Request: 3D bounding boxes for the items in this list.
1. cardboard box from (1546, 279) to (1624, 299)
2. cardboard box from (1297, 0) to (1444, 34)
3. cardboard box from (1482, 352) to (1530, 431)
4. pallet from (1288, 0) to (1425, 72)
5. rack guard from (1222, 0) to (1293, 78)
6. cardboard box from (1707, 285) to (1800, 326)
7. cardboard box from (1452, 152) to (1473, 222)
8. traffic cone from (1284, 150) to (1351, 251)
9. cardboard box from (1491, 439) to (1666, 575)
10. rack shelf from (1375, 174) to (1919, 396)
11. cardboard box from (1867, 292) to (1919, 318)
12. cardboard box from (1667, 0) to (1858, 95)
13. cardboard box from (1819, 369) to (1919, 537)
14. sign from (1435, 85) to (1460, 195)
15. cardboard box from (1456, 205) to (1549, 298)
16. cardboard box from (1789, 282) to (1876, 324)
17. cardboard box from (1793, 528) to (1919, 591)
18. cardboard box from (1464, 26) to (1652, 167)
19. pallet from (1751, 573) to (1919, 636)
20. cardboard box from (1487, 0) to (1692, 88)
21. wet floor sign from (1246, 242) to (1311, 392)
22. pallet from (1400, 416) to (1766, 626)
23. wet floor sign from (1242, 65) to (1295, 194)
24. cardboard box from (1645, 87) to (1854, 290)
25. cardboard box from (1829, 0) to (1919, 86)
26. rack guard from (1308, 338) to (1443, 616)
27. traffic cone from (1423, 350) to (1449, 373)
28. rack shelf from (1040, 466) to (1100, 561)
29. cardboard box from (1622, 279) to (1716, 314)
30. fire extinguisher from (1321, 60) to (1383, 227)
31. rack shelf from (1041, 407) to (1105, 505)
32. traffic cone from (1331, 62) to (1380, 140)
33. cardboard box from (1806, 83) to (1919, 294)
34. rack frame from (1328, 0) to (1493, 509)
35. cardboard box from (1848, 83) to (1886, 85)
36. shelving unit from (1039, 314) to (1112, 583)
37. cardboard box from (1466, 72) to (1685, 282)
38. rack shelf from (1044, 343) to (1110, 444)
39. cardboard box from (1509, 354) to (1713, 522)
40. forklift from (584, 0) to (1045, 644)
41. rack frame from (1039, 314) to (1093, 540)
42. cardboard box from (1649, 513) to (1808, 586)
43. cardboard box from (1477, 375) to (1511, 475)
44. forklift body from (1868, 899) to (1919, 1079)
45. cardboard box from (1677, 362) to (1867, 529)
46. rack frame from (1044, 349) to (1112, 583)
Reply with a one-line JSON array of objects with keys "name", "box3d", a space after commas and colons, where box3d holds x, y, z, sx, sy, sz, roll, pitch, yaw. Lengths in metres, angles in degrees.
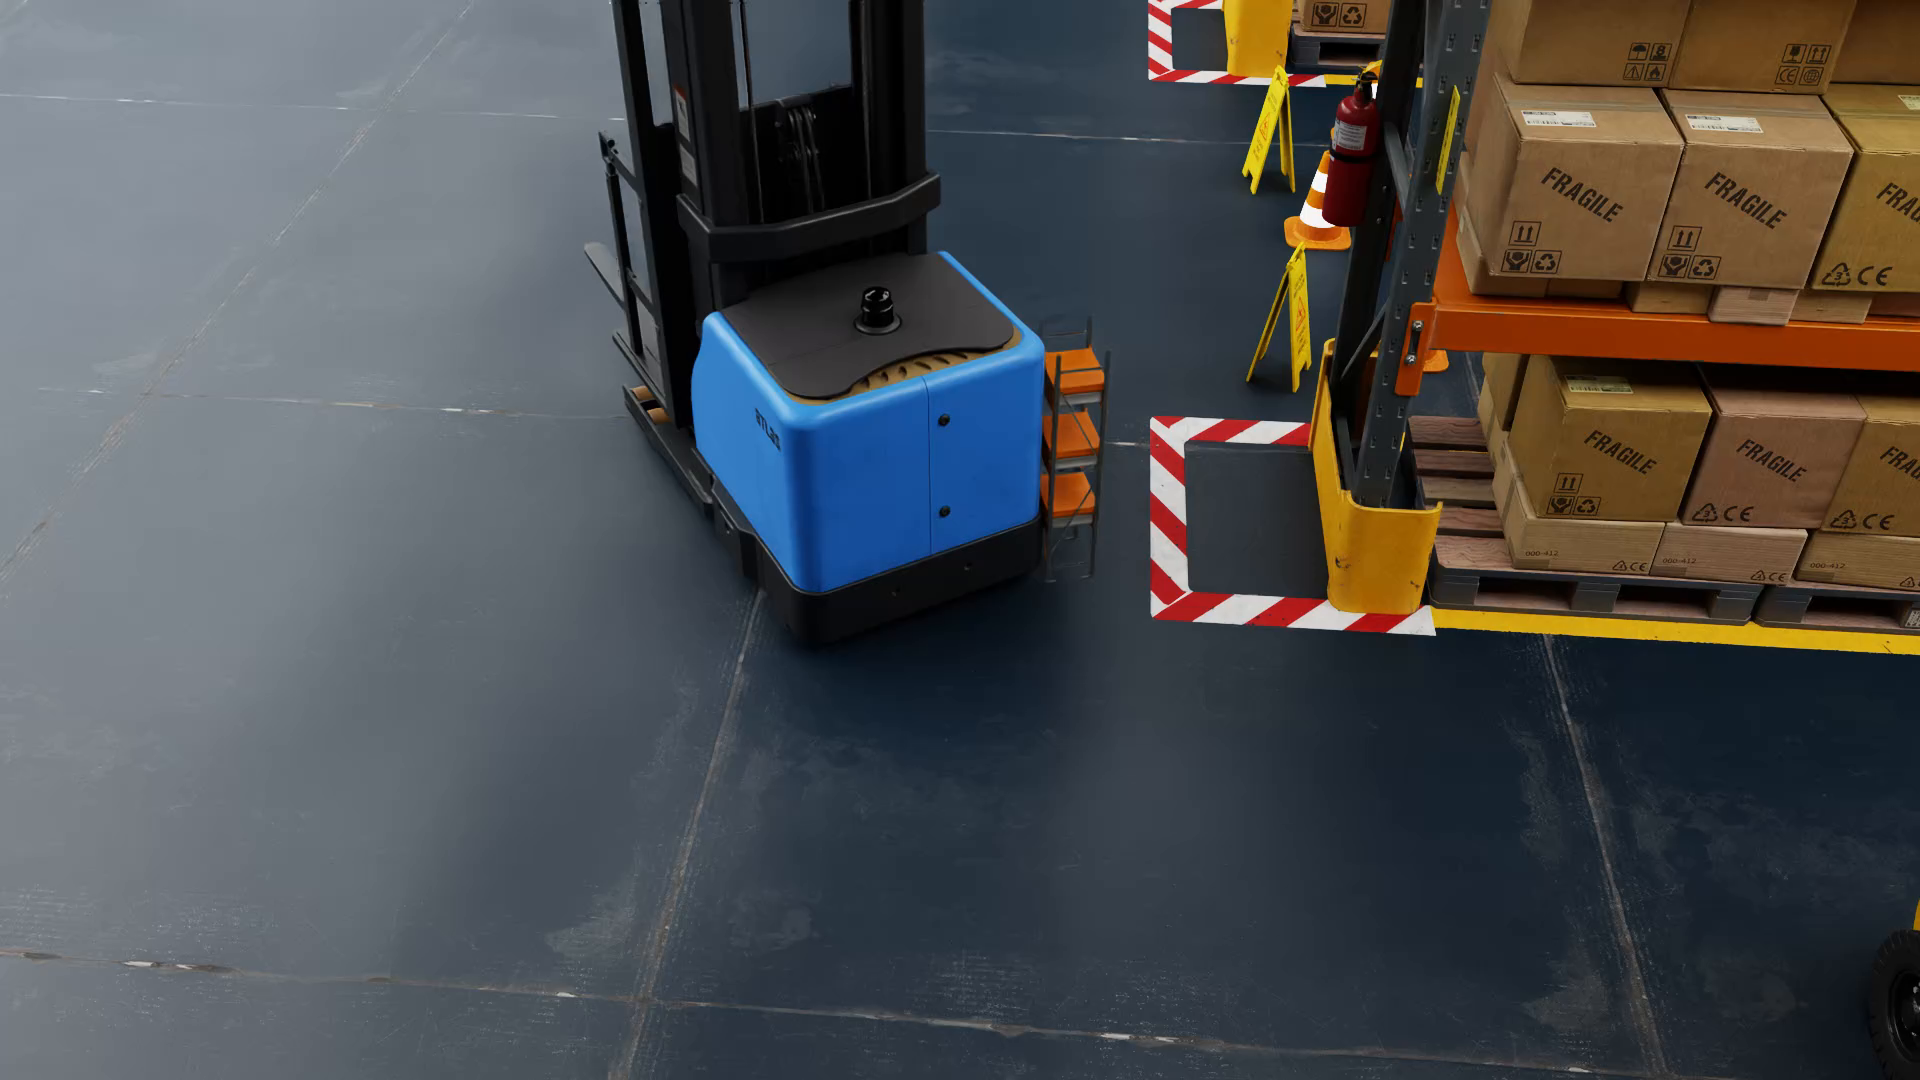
[{"name": "cardboard box", "box3d": [2.141, -1.002, 5.775, 0.250, 0.149, 0.380, 4, 39, 5]}, {"name": "cardboard box", "box3d": [2.575, -3.715, 10.259, 0.875, 0.875, 0.875, 3, 39, 4]}, {"name": "cardboard box", "box3d": [2.388, -0.760, 6.530, 0.500, 0.500, 0.500, 3, 39, 4]}, {"name": "pallet", "box3d": [2.697, -3.295, 10.602, 1.213, 0.211, 1.003, 3, 39, 4]}, {"name": "rack guard", "box3d": [1.870, -3.403, 10.506, 0.348, 0.500, 1.175, 3, 39, 4]}, {"name": "cardboard box", "box3d": [2.647, -0.893, 5.642, 0.250, 0.149, 0.380, 4, 39, 5]}, {"name": "cardboard box", "box3d": [1.959, -1.269, 6.103, 0.250, 0.149, 0.380, 4, 39, 5]}, {"name": "traffic cone", "box3d": [1.864, -1.773, 8.533, 0.334, 0.463, 0.336, 3, 39, 4]}, {"name": "cardboard box", "box3d": [2.347, -0.131, 6.352, 0.500, 0.250, 0.500, 3, 39, 3]}, {"name": "rack shelf", "box3d": [3.560, -0.864, 5.977, 4.000, 0.370, 1.077, 3, 39, 4]}, {"name": "cardboard box", "box3d": [3.176, -0.924, 5.679, 0.250, 0.149, 0.380, 4, 39, 5]}, {"name": "cardboard box", "box3d": [2.599, -1.872, 5.537, 0.500, 0.500, 0.700, 3, 39, 4]}, {"name": "cardboard box", "box3d": [3.392, -0.363, 6.042, 0.500, 0.500, 0.500, 4, 39, 5]}, {"name": "sign", "box3d": [1.521, -1.247, 5.191, 0.005, 0.325, 0.100, 3, 39, 4]}, {"name": "cardboard box", "box3d": [1.888, -1.006, 5.780, 0.250, 0.149, 0.380, 3, 39, 4]}, {"name": "cardboard box", "box3d": [2.908, -0.900, 5.650, 0.250, 0.149, 0.380, 4, 39, 5]}, {"name": "cardboard box", "box3d": [3.400, -0.077, 6.285, 0.500, 0.250, 0.500, 6, 39, 7]}, {"name": "cardboard box", "box3d": [2.132, -1.550, 5.935, 0.500, 0.500, 0.500, 2, 39, 3]}, {"name": "pallet", "box3d": [3.662, -0.032, 6.594, 1.213, 0.211, 1.003, 3, 39, 4]}, {"name": "cardboard box", "box3d": [2.095, -1.904, 5.577, 0.500, 0.500, 0.700, 2, 39, 3]}, {"name": "wet floor sign", "box3d": [1.471, -1.023, 7.466, 0.232, 0.644, 0.267, 16, 42, 19]}, {"name": "pallet", "box3d": [2.450, -0.100, 6.677, 1.213, 0.211, 1.003, 3, 39, 4]}, {"name": "wet floor sign", "box3d": [1.694, -2.214, 8.931, 0.232, 0.644, 0.267, -3, 39, -4]}, {"name": "cardboard box", "box3d": [2.532, -1.180, 5.480, 0.500, 0.500, 0.500, 4, 39, 5]}, {"name": "cardboard box", "box3d": [3.116, -1.908, 5.583, 0.500, 0.500, 0.700, 3, 39, 3]}, {"name": "rack guard", "box3d": [1.643, -0.279, 6.668, 0.348, 0.500, 1.175, 3, 39, 4]}, {"name": "traffic cone", "box3d": [2.107, -1.056, 7.653, 0.334, 0.463, 0.336, 3, 39, 4]}, {"name": "rack shelf", "box3d": [0.406, -0.104, 6.473, 0.215, 0.259, 0.240, -7, 40, -10]}, {"name": "cardboard box", "box3d": [2.398, -0.936, 5.694, 0.250, 0.149, 0.380, 2, 39, 2]}, {"name": "fire extinguisher", "box3d": [1.493, -1.518, 6.272, 0.183, 0.674, 0.296, 3, 39, 4]}, {"name": "rack shelf", "box3d": [0.408, -0.320, 6.298, 0.215, 0.259, 0.240, -7, 40, -10]}, {"name": "traffic cone", "box3d": [2.301, -2.465, 9.383, 0.334, 0.463, 0.336, 3, 39, 4]}, {"name": "cardboard box", "box3d": [3.040, -1.153, 5.447, 0.500, 0.500, 0.500, 2, 39, 3]}, {"name": "rack frame", "box3d": [1.568, -1.252, 5.884, 0.127, 3.000, 1.000, 3, 39, 4]}, {"name": "cardboard box", "box3d": [3.129, -1.491, 5.862, 0.500, 0.500, 0.500, 3, 39, 4]}, {"name": "shelving unit", "box3d": [0.408, -0.328, 6.291, 0.215, 1.050, 0.252, -7, 40, -10]}, {"name": "cardboard box", "box3d": [2.016, -1.206, 5.512, 0.500, 0.500, 0.500, 3, 39, 3]}, {"name": "rack shelf", "box3d": [0.410, -0.540, 6.119, 0.215, 0.259, 0.240, -7, 40, -10]}, {"name": "cardboard box", "box3d": [2.371, -0.421, 6.114, 0.500, 0.500, 0.500, 2, 39, 2]}, {"name": "forklift", "box3d": [-0.825, -1.671, 6.452, 1.130, 2.935, 3.031, -19, 43, -22]}, {"name": "rack frame", "box3d": [0.383, -0.404, 6.384, 0.200, 1.050, 0.008, -7, 40, -10]}, {"name": "cardboard box", "box3d": [2.855, -0.098, 6.312, 0.500, 0.250, 0.500, 4, 39, 5]}, {"name": "cardboard box", "box3d": [2.420, -0.473, 6.771, 0.500, 0.250, 0.500, 3, 39, 4]}, {"name": "forklift body", "box3d": [3.190, 1.155, 3.599, 1.214, 2.155, 2.313, 3, 39, 4]}, {"name": "cardboard box", "box3d": [2.892, -0.395, 6.082, 0.500, 0.500, 0.500, 2, 39, 2]}, {"name": "rack frame", "box3d": [0.433, -0.253, 6.199, 0.200, 1.050, 0.008, -7, 40, -10]}]
